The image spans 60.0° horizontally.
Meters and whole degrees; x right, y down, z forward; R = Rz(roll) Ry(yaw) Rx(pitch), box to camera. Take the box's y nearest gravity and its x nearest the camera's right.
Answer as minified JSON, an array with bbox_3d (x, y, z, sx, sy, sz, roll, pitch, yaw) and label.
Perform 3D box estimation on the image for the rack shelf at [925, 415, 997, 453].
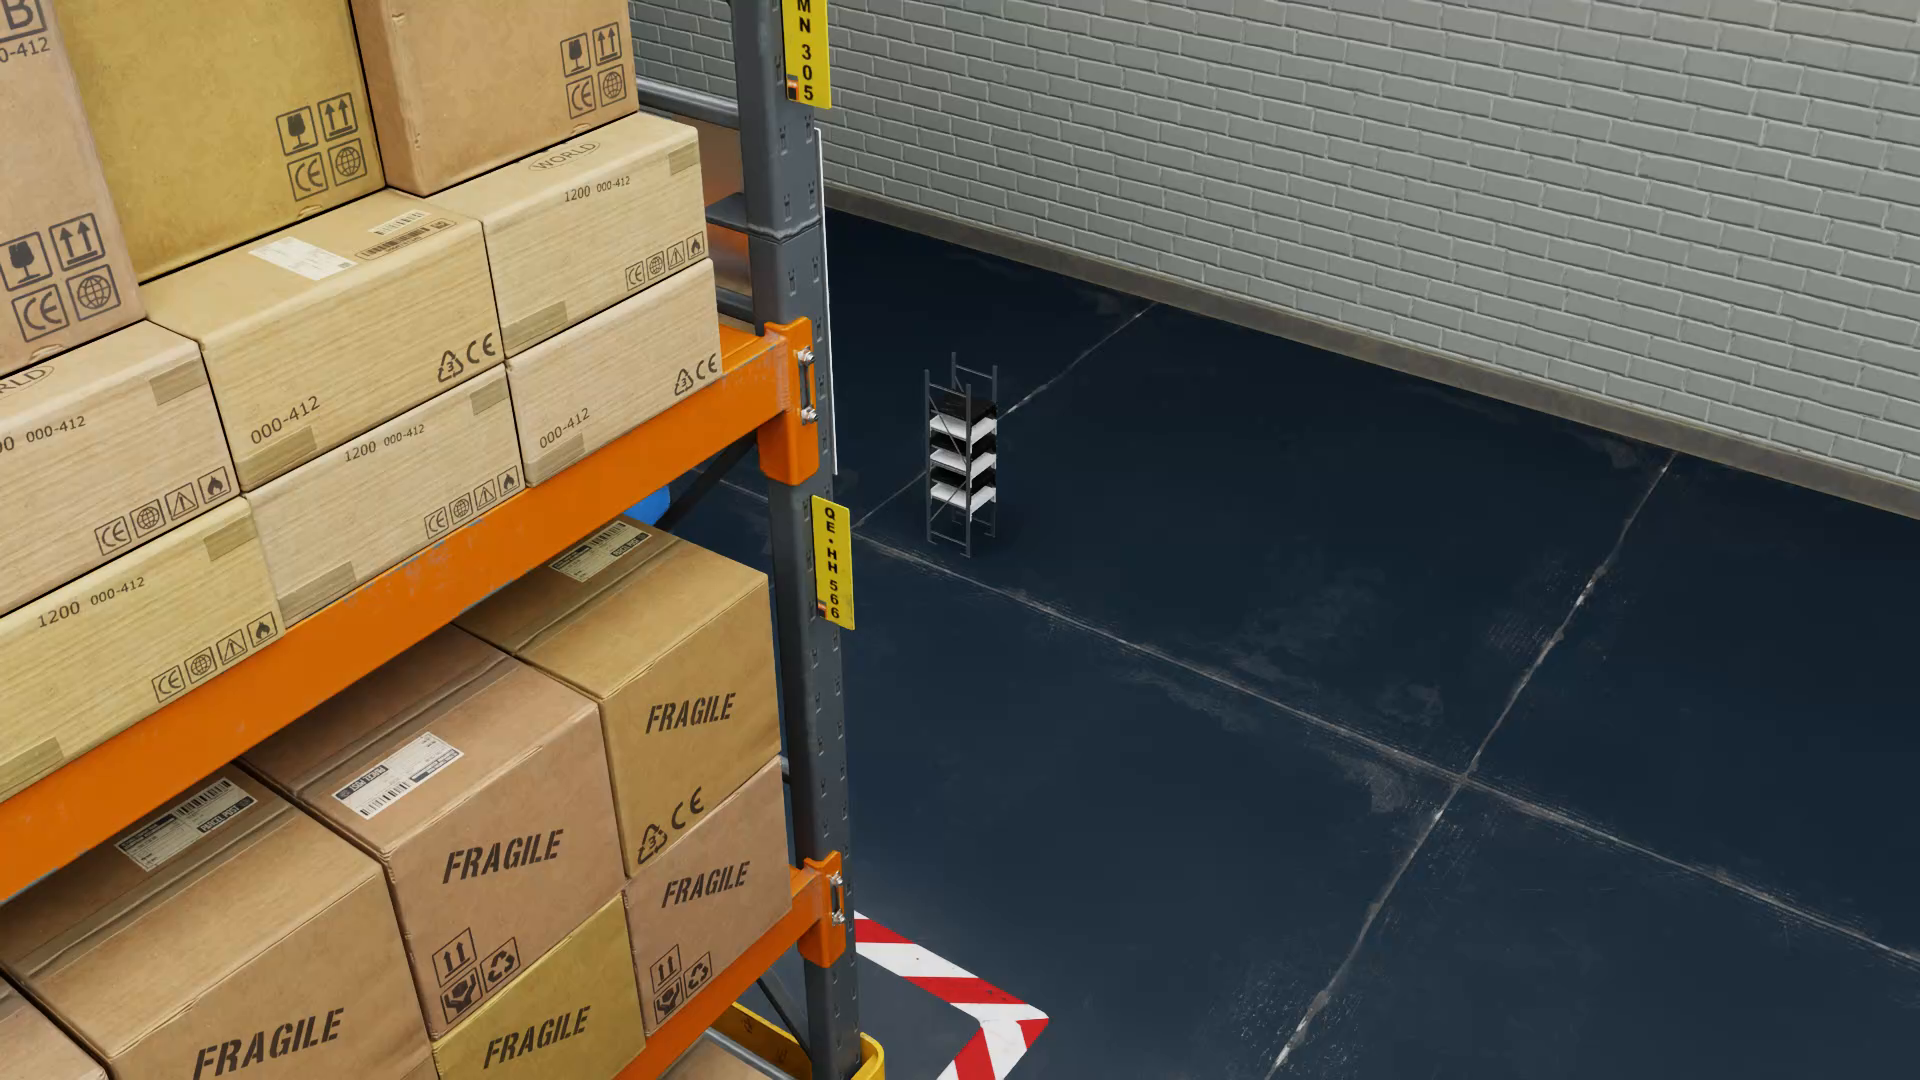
[{"bbox_3d":[0.005,-0.498,7.421,0.258,0.077,0.200,21,39,28],"label":"rack shelf"}]

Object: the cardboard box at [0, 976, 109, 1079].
[{"bbox_3d":[-1.624,1.024,2.577,0.500,0.500,0.500,23,40,30],"label":"cardboard box"}]

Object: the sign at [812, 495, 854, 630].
[{"bbox_3d":[-0.280,0.053,3.678,0.100,0.325,0.005,21,39,28],"label":"sign"}]

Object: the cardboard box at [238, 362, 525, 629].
[{"bbox_3d":[-1.095,-0.156,2.759,0.500,0.250,0.500,21,39,28],"label":"cardboard box"}]

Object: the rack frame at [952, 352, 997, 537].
[{"bbox_3d":[0.063,-0.423,7.573,0.240,0.900,0.006,21,39,28],"label":"rack frame"}]

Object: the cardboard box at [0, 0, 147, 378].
[{"bbox_3d":[-1.556,-0.512,2.170,0.700,0.500,0.500,21,39,28],"label":"cardboard box"}]

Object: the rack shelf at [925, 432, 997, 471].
[{"bbox_3d":[0.005,-0.423,7.472,0.258,0.077,0.200,21,39,28],"label":"rack shelf"}]

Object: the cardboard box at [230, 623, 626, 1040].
[{"bbox_3d":[-1.040,0.547,3.281,0.500,0.500,0.500,22,40,29],"label":"cardboard box"}]

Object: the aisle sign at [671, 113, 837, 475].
[{"bbox_3d":[-0.434,-0.533,3.540,0.394,0.787,0.004,21,39,28],"label":"aisle sign"}]

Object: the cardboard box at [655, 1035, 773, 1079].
[{"bbox_3d":[-0.832,1.659,4.457,0.500,0.500,0.500,21,39,28],"label":"cardboard box"}]

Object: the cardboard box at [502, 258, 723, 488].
[{"bbox_3d":[-0.801,-0.382,3.094,0.500,0.250,0.500,21,39,28],"label":"cardboard box"}]

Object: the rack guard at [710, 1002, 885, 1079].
[{"bbox_3d":[-0.768,1.548,5.015,1.175,0.500,0.348,21,39,28],"label":"rack guard"}]

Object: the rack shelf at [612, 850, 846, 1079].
[{"bbox_3d":[-1.865,1.696,3.207,1.077,0.370,4.000,21,39,28],"label":"rack shelf"}]

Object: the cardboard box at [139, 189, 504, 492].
[{"bbox_3d":[-1.093,-0.362,2.618,0.500,0.250,0.500,21,39,28],"label":"cardboard box"}]

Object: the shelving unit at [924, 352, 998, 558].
[{"bbox_3d":[0.005,-0.376,7.503,0.258,0.900,0.210,21,39,28],"label":"shelving unit"}]

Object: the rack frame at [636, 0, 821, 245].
[{"bbox_3d":[-0.725,-2.008,2.686,1.000,3.000,0.127,21,39,28],"label":"rack frame"}]

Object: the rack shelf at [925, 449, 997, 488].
[{"bbox_3d":[0.005,-0.349,7.522,0.258,0.077,0.200,21,39,28],"label":"rack shelf"}]

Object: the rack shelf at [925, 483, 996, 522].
[{"bbox_3d":[0.005,-0.200,7.623,0.258,0.077,0.200,21,39,28],"label":"rack shelf"}]

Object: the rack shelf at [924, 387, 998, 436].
[{"bbox_3d":[0.005,-0.573,7.371,0.258,0.077,0.200,21,39,28],"label":"rack shelf"}]

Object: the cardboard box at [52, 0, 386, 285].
[{"bbox_3d":[-1.359,-0.776,2.561,0.700,0.500,0.500,21,39,28],"label":"cardboard box"}]

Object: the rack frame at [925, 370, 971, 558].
[{"bbox_3d":[-0.053,-0.330,7.434,0.240,0.900,0.006,21,39,28],"label":"rack frame"}]

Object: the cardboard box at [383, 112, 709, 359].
[{"bbox_3d":[-0.808,-0.592,2.958,0.500,0.250,0.500,21,39,28],"label":"cardboard box"}]

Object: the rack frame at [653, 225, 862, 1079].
[{"bbox_3d":[-0.725,0.477,4.367,1.000,3.000,0.127,21,39,28],"label":"rack frame"}]

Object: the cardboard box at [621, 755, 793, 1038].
[{"bbox_3d":[-0.756,0.729,3.905,0.500,0.500,0.500,23,40,30],"label":"cardboard box"}]

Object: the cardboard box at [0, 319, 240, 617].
[{"bbox_3d":[-1.381,-0.133,2.279,0.500,0.250,0.500,21,39,28],"label":"cardboard box"}]

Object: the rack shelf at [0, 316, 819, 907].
[{"bbox_3d":[-1.865,0.453,2.367,1.077,0.370,4.000,21,39,28],"label":"rack shelf"}]

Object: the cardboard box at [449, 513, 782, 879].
[{"bbox_3d":[-0.752,0.314,3.626,0.500,0.500,0.500,21,39,28],"label":"cardboard box"}]

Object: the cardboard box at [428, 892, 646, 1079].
[{"bbox_3d":[-1.049,0.969,3.550,0.500,0.500,0.500,22,40,29],"label":"cardboard box"}]

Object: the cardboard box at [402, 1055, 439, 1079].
[{"bbox_3d":[-1.338,1.197,3.214,0.500,0.500,0.500,22,40,29],"label":"cardboard box"}]

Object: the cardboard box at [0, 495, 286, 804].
[{"bbox_3d":[-1.369,0.078,2.413,0.500,0.250,0.500,21,39,28],"label":"cardboard box"}]

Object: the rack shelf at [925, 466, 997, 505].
[{"bbox_3d":[0.005,-0.274,7.573,0.258,0.077,0.200,21,39,28],"label":"rack shelf"}]

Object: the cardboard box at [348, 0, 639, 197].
[{"bbox_3d":[-1.004,-0.979,2.861,0.700,0.500,0.500,21,39,28],"label":"cardboard box"}]

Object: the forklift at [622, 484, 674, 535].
[{"bbox_3d":[-2.691,-0.600,6.021,3.031,2.935,1.130,-13,36,-19],"label":"forklift"}]

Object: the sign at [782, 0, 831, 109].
[{"bbox_3d":[-0.280,-0.946,3.002,0.100,0.325,0.005,21,39,28],"label":"sign"}]

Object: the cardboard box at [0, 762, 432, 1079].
[{"bbox_3d":[-1.332,0.787,2.926,0.500,0.500,0.500,22,40,29],"label":"cardboard box"}]
